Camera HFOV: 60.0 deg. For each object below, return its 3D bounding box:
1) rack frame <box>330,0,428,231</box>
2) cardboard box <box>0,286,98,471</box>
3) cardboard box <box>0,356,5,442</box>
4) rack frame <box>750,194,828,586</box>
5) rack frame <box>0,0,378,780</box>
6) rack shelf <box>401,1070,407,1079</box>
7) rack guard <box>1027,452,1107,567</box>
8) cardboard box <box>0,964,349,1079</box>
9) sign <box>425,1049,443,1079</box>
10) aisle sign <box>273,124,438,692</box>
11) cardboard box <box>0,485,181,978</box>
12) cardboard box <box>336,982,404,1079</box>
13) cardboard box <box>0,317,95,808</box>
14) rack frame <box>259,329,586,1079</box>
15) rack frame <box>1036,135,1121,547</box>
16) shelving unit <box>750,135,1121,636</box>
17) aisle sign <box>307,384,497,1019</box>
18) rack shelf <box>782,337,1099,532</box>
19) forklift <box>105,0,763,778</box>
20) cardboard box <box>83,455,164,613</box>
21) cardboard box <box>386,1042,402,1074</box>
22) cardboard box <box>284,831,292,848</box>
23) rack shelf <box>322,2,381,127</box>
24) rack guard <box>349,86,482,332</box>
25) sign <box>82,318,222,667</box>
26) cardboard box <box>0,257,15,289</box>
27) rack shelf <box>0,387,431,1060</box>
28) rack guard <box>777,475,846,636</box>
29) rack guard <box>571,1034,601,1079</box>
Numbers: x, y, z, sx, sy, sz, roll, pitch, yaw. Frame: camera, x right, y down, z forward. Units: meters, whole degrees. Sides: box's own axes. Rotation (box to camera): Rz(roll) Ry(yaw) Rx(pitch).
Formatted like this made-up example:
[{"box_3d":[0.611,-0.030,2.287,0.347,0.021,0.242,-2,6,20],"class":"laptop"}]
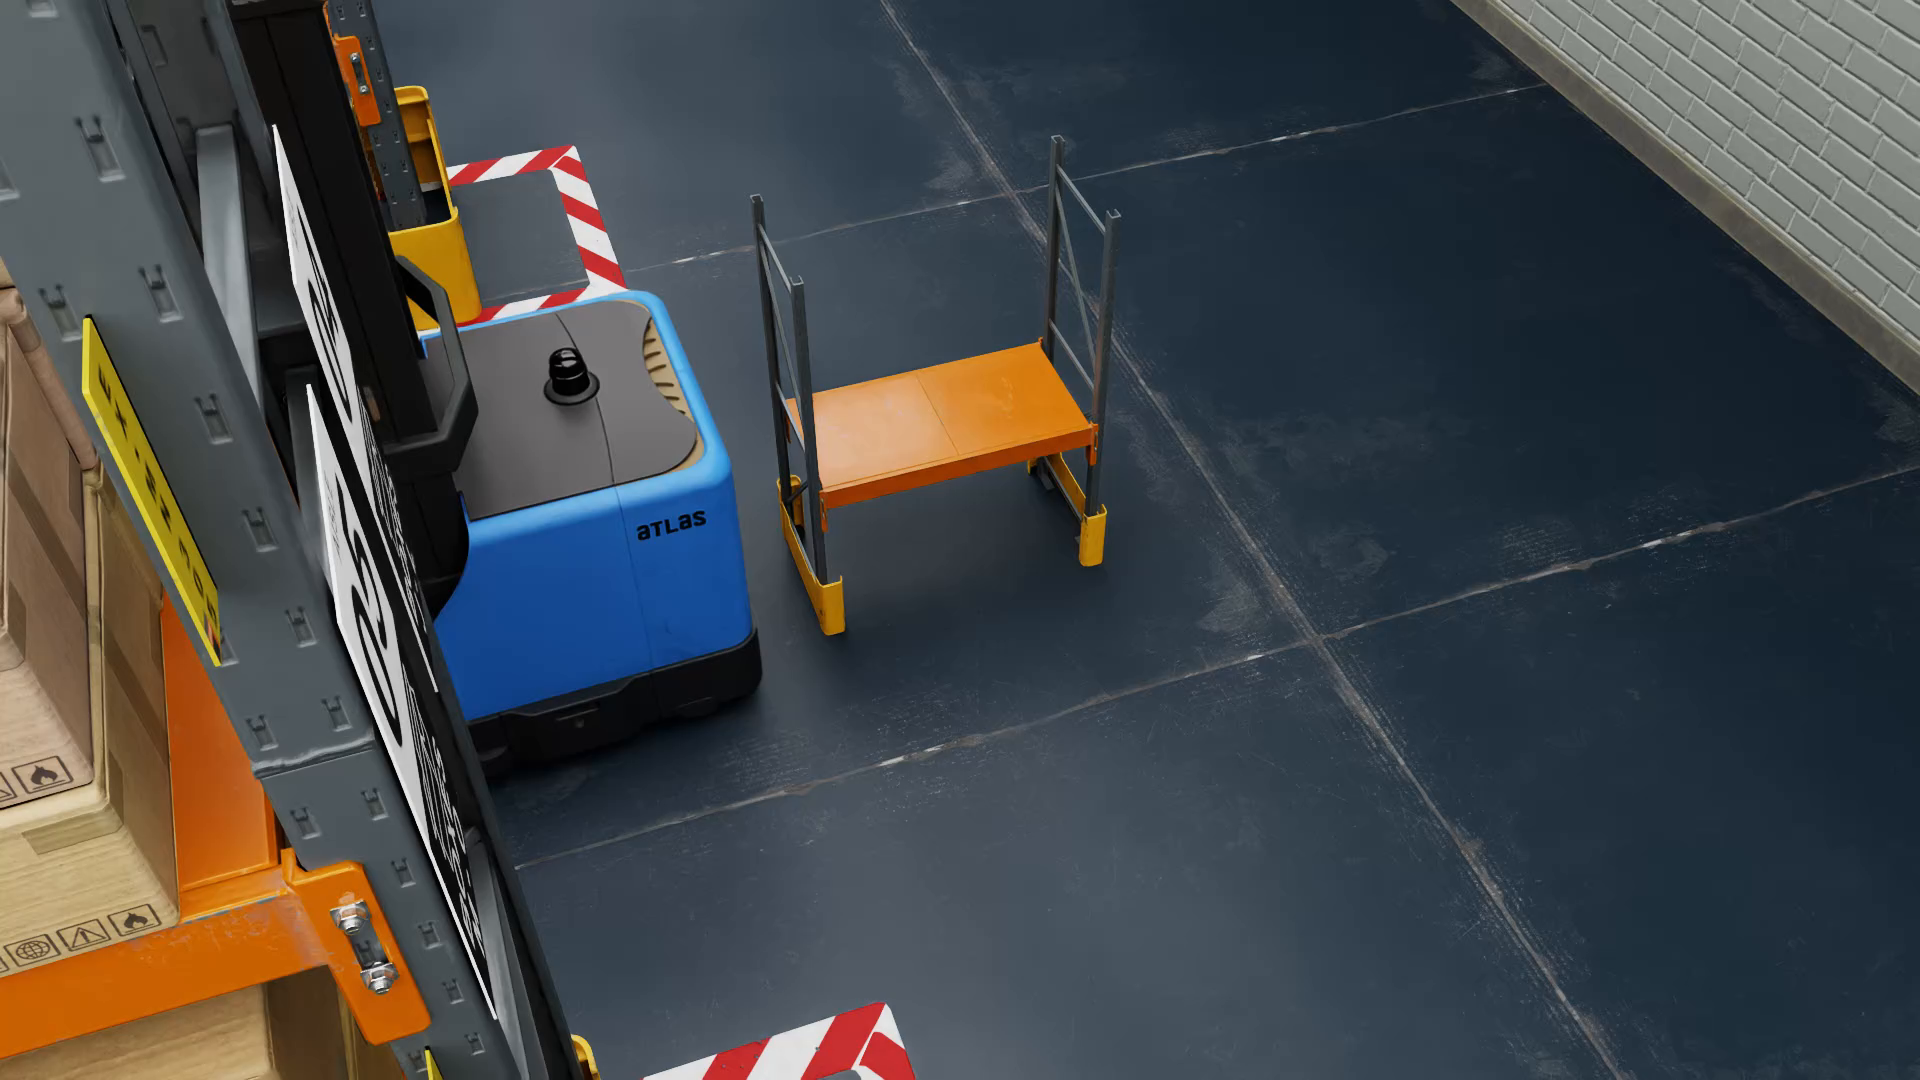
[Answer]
[{"box_3d":[-2.445,-2.364,6.488,0.127,3.000,1.000,-14,47,-14],"class":"rack frame"},{"box_3d":[-1.367,-0.283,2.049,0.500,0.250,0.500,-14,47,-13],"class":"cardboard box"},{"box_3d":[-1.069,-0.083,1.568,0.250,0.149,0.380,-15,47,-14],"class":"cardboard box"},{"box_3d":[-0.558,-0.387,5.576,0.032,1.500,0.500,-14,47,-14],"class":"rack frame"},{"box_3d":[-0.856,-1.153,1.046,0.127,3.000,1.000,-14,47,-14],"class":"rack frame"},{"box_3d":[-2.737,1.700,2.946,4.000,0.370,1.077,-14,47,-14],"class":"rack shelf"},{"box_3d":[0.397,-0.190,6.263,0.087,0.250,0.587,-14,47,-14],"class":"rack guard"},{"box_3d":[-1.202,0.747,2.401,0.500,0.500,0.500,-15,47,-15],"class":"cardboard box"},{"box_3d":[-0.687,0.819,2.275,0.005,0.325,0.100,-14,47,-14],"class":"sign"},{"box_3d":[-0.889,-0.170,2.466,0.004,0.787,0.394,-14,47,-14],"class":"aisle sign"},{"box_3d":[-1.194,0.245,1.877,0.500,0.250,0.500,-15,47,-15],"class":"cardboard box"},{"box_3d":[-1.191,1.104,2.751,0.500,0.500,0.500,-13,47,-13],"class":"cardboard box"},{"box_3d":[-1.203,0.063,1.705,0.500,0.250,0.500,-16,47,-15],"class":"cardboard box"},{"box_3d":[-0.856,0.965,3.171,0.127,3.000,1.000,-14,47,-14],"class":"rack frame"},{"box_3d":[0.398,-0.631,5.820,0.032,1.500,0.500,-14,47,-14],"class":"rack frame"},{"box_3d":[-0.072,-0.511,5.701,1.083,1.500,0.587,-14,47,-14],"class":"shelving unit"},{"box_3d":[-0.686,0.229,2.068,0.004,0.787,0.394,-14,47,-14],"class":"aisle sign"},{"box_3d":[-0.080,-0.382,5.826,1.000,0.185,0.538,-14,47,-14],"class":"rack shelf"},{"box_3d":[-2.247,-0.444,4.623,3.031,2.935,1.130,-15,47,-15],"class":"forklift"},{"box_3d":[-1.365,-0.103,2.223,0.500,0.250,0.500,-13,46,-12],"class":"cardboard box"},{"box_3d":[-1.372,0.748,3.106,0.500,0.500,0.500,-12,46,-12],"class":"cardboard box"},{"box_3d":[-1.369,0.403,2.744,0.500,0.500,0.500,-15,47,-14],"class":"cardboard box"},{"box_3d":[-4.326,-1.629,6.264,4.000,0.370,1.077,-14,47,-14],"class":"rack shelf"},{"box_3d":[-2.423,-1.487,7.379,0.348,0.500,1.175,-14,47,-14],"class":"rack guard"},{"box_3d":[-0.687,-0.032,1.421,0.005,0.325,0.100,-14,47,-14],"class":"sign"},{"box_3d":[-1.238,-0.432,1.917,0.250,0.149,0.380,-15,47,-14],"class":"cardboard box"},{"box_3d":[-2.737,0.641,1.884,4.000,0.370,1.077,-14,47,-14],"class":"rack shelf"},{"box_3d":[-0.540,0.050,6.024,0.087,0.250,0.587,-14,47,-14],"class":"rack guard"},{"box_3d":[-0.928,1.865,4.038,0.348,0.500,1.175,-14,47,-14],"class":"rack guard"}]
